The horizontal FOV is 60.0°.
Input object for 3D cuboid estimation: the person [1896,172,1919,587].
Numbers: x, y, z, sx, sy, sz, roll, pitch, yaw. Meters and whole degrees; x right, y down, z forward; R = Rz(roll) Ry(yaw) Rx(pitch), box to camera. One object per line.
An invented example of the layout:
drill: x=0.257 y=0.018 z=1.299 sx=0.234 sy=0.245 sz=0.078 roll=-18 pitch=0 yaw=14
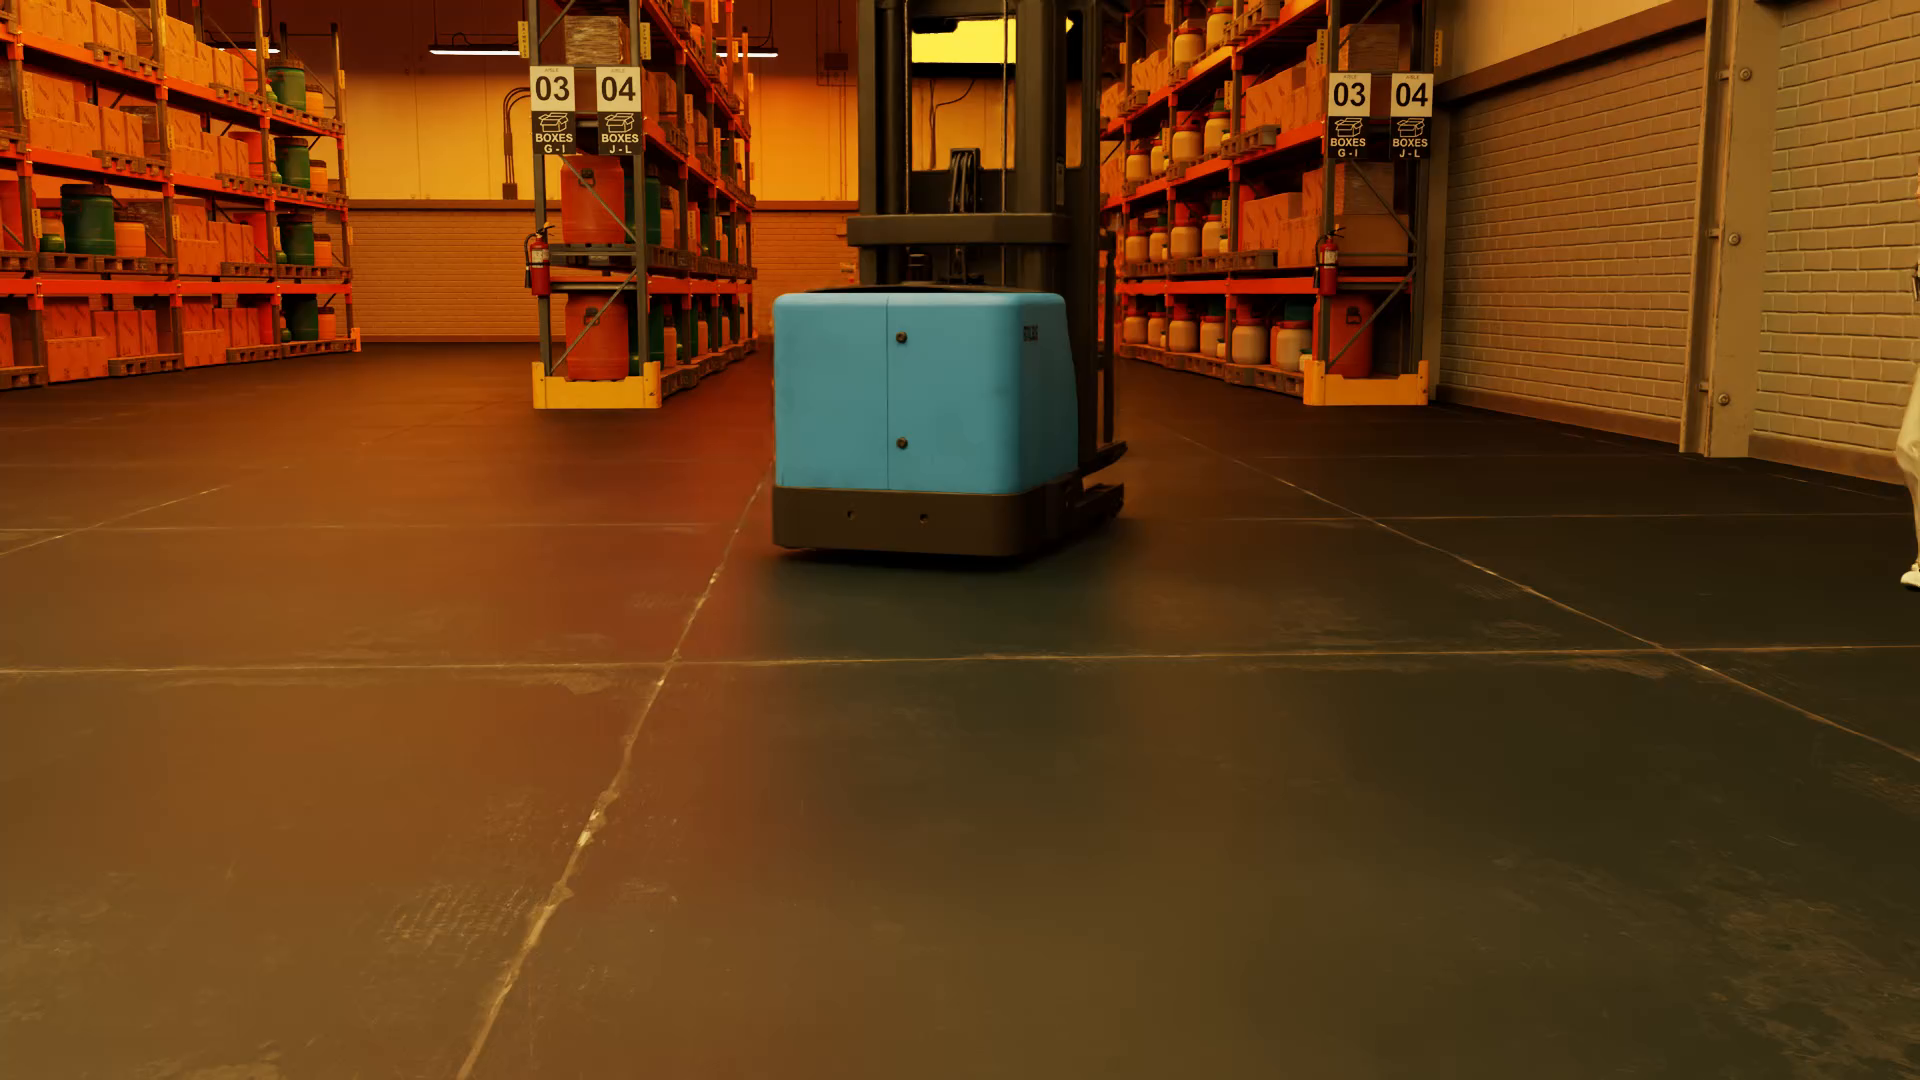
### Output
person: x=3.753 y=-0.651 z=6.222 sx=0.403 sy=1.643 sz=0.794 roll=5 pitch=10 yaw=28

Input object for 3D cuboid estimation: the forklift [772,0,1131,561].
forklift: x=0.163 y=-1.545 z=7.738 sx=1.130 sy=2.935 sz=3.031 roll=3 pitch=9 yaw=17
